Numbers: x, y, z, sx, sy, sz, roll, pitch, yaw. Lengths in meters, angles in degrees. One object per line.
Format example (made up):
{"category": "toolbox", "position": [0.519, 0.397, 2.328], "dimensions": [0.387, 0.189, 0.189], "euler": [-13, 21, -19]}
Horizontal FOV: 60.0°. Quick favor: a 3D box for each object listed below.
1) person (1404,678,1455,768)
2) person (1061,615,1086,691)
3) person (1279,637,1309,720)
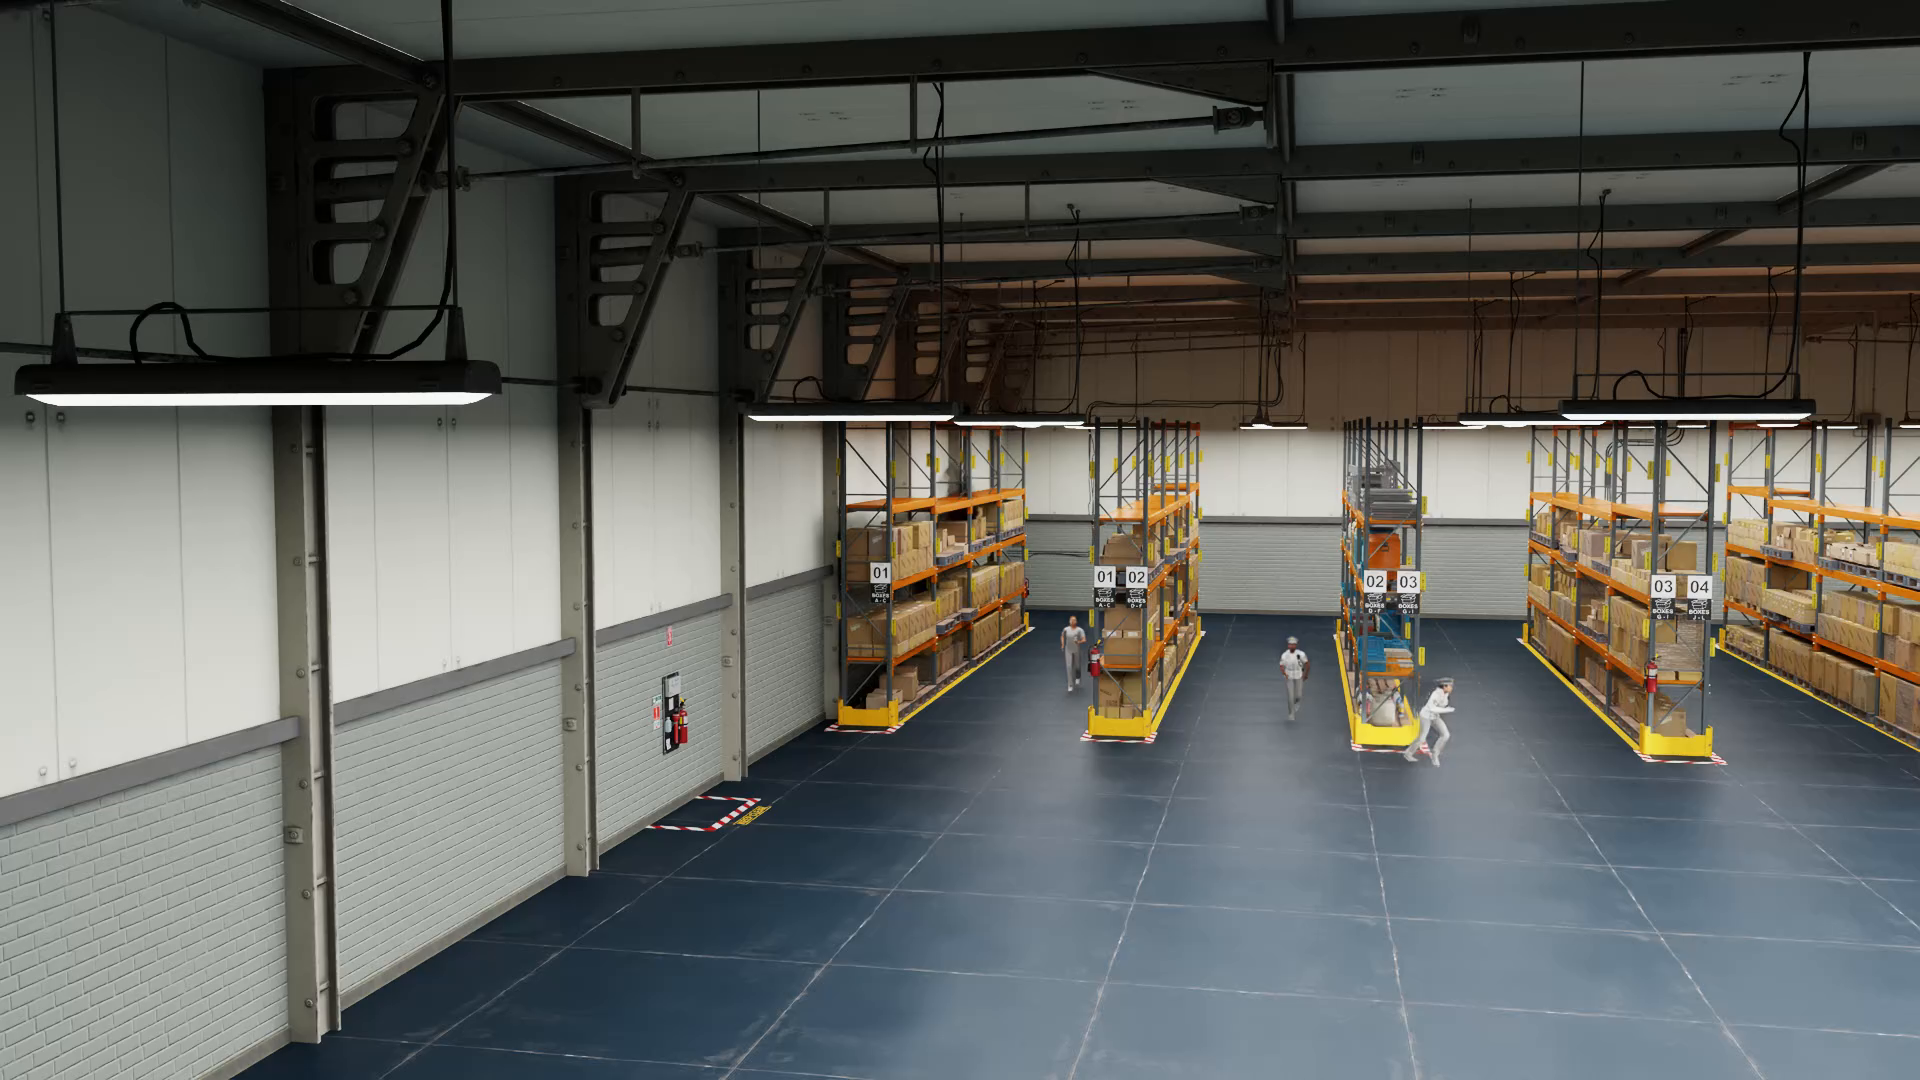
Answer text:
{"category": "person", "position": [8.074, 3.111, 28.511], "dimensions": [0.939, 1.580, 0.648], "euler": [3, 5, 43]}
{"category": "person", "position": [2.507, 2.488, 36.913], "dimensions": [0.575, 1.645, 0.928], "euler": [1, 4, 9]}
{"category": "person", "position": [6.655, 2.754, 33.125], "dimensions": [0.589, 1.664, 0.631], "euler": [1, 4, 12]}
